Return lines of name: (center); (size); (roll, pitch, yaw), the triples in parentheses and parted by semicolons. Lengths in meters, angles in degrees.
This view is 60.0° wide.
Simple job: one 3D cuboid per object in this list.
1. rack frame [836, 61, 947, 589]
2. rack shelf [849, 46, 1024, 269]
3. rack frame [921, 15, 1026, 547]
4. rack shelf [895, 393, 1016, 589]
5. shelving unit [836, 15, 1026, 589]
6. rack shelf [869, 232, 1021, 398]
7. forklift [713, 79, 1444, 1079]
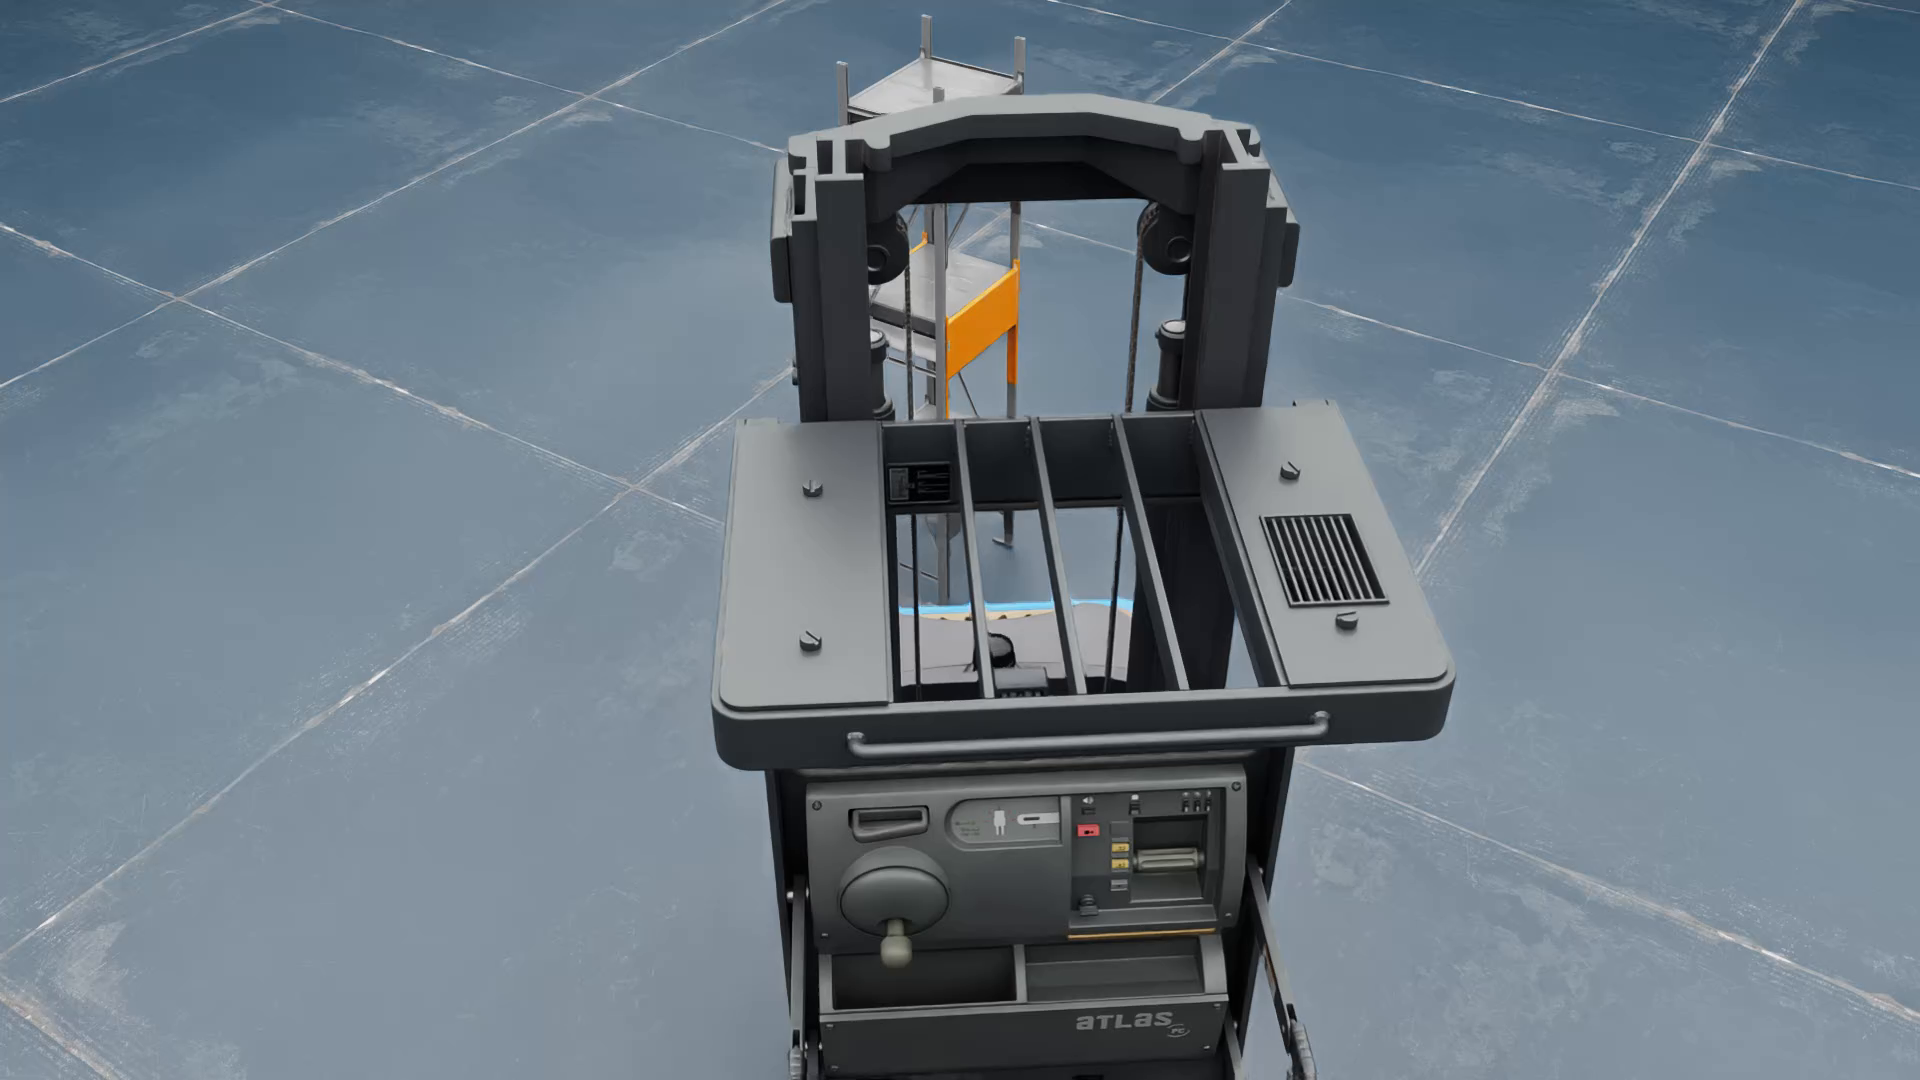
rack frame: (-0.219, -0.620, 5.835); (0.400, 2.100, 0.015); (21, 42, 25)
rack shelf: (-0.089, -1.290, 5.579); (0.431, 0.518, 0.480); (21, 42, 25)
rack frame: (0.042, -0.872, 6.161); (0.400, 2.100, 0.015); (21, 42, 25)
rack shelf: (-0.089, -0.181, 6.434); (0.431, 0.518, 0.480); (21, 42, 25)
shelving unit: (-0.089, -0.746, 5.998); (0.431, 2.100, 0.503); (21, 42, 25)
rack shelf: (-0.089, -0.735, 6.007); (0.431, 0.518, 0.480); (21, 42, 25)
forklift: (0.155, 0.723, 3.412); (1.130, 2.935, 3.031); (-2, 38, -3)
